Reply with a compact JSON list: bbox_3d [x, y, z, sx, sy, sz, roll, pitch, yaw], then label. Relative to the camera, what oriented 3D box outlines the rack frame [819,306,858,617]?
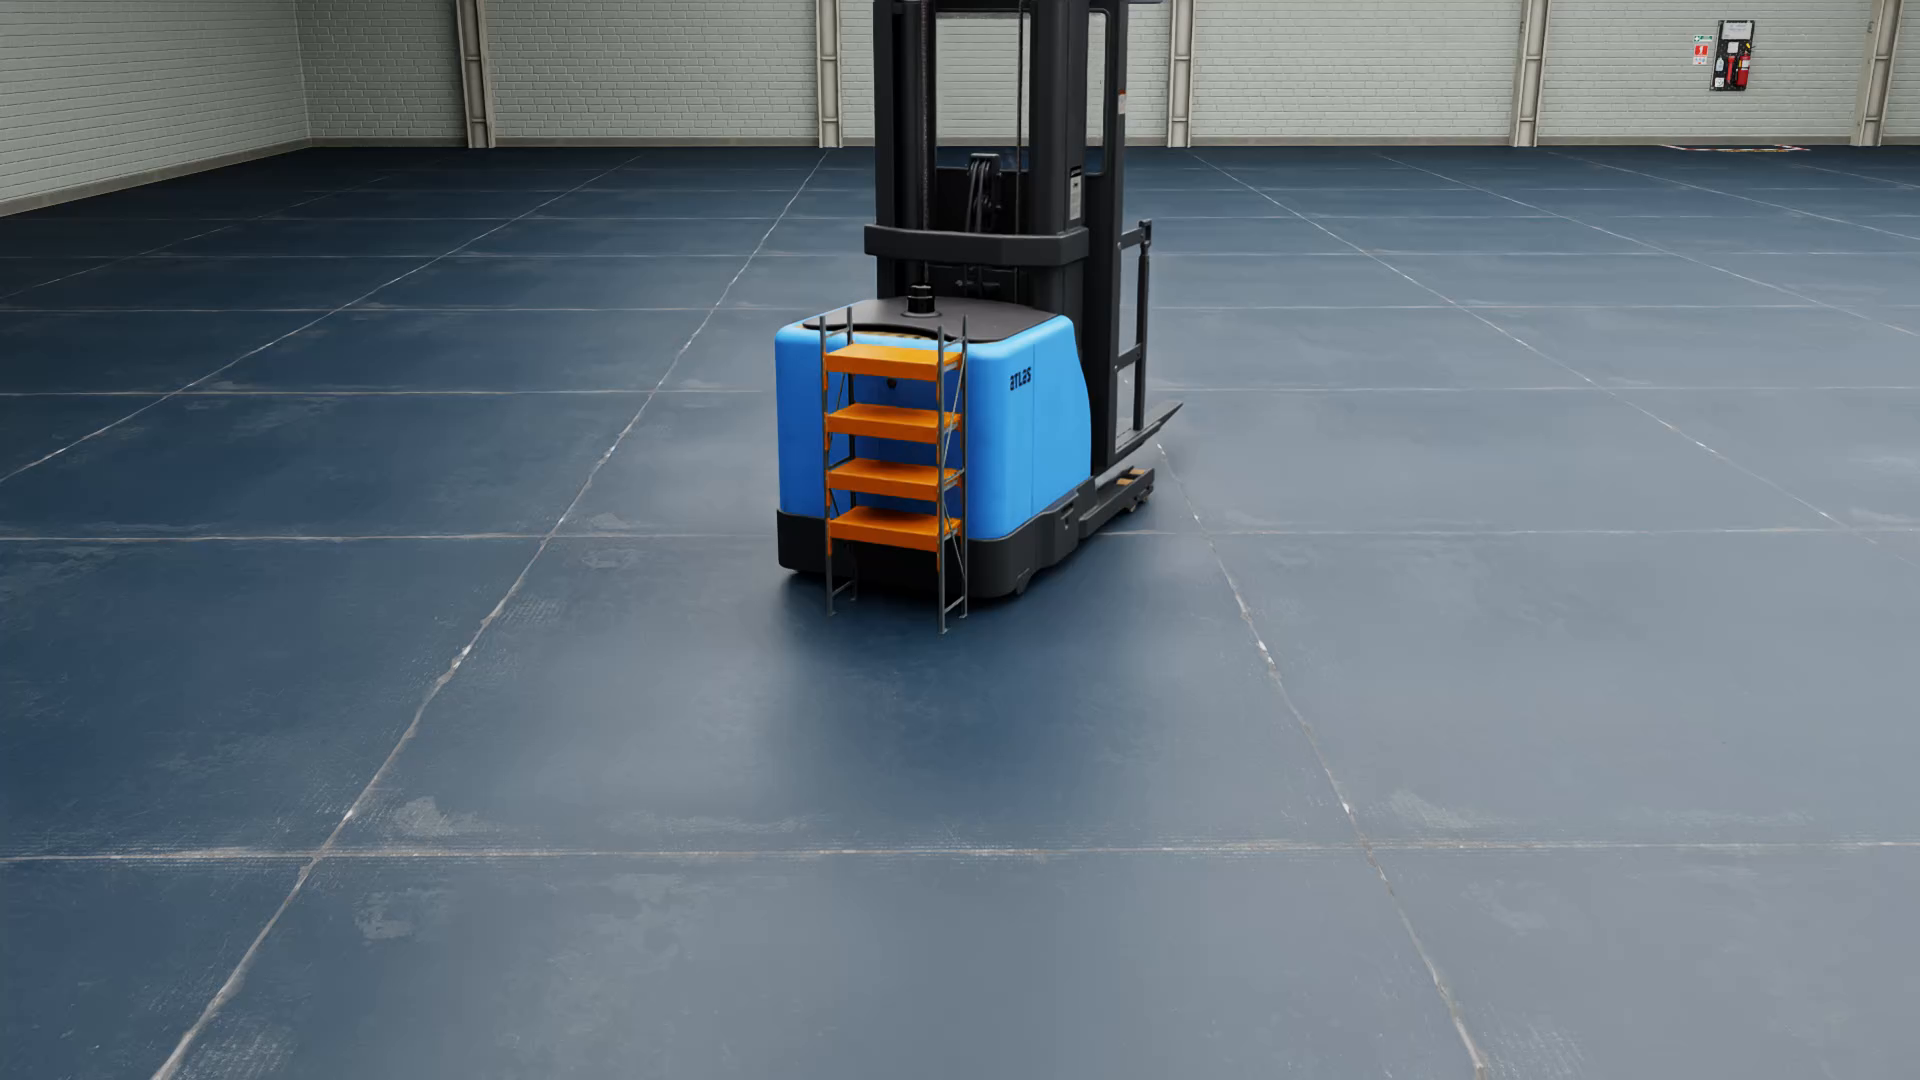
[{"bbox_3d":[-0.472,-0.299,6.517,0.015,1.200,0.240,8,19,23],"label":"rack frame"}]

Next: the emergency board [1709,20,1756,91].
[{"bbox_3d":[13.302,-8.307,28.532,0.643,1.169,0.194,0,18,-1],"label":"emergency board"}]

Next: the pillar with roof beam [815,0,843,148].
[{"bbox_3d":[-2.157,-9.762,23.247,0.400,9.000,9.100,0,18,-1],"label":"pillar with roof beam"}]

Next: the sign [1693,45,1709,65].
[{"bbox_3d":[12.747,-8.353,28.616,0.234,0.329,0.001,0,18,-1],"label":"sign"}]

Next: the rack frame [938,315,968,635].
[{"bbox_3d":[-0.026,-0.239,6.329,0.015,1.200,0.240,8,19,23],"label":"rack frame"}]

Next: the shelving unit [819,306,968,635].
[{"bbox_3d":[-0.249,-0.269,6.423,0.503,1.200,0.258,8,19,23],"label":"shelving unit"}]

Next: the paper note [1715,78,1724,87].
[{"bbox_3d":[13.123,-7.907,28.729,0.142,0.148,0.016,0,18,-1],"label":"paper note"}]

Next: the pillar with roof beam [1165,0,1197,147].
[{"bbox_3d":[3.842,-9.791,23.337,0.400,9.000,9.100,0,18,-1],"label":"pillar with roof beam"}]

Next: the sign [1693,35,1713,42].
[{"bbox_3d":[12.752,-8.602,28.527,0.331,0.109,0.001,0,18,-1],"label":"sign"}]

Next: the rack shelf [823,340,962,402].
[{"bbox_3d":[-0.249,-0.643,6.303,0.480,0.148,0.258,8,19,23],"label":"rack shelf"}]

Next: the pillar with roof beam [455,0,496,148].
[{"bbox_3d":[-8.156,-9.733,23.157,0.400,9.000,9.100,0,18,-1],"label":"pillar with roof beam"}]

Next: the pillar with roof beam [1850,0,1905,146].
[{"bbox_3d":[15.841,-9.849,23.517,0.400,9.000,9.100,0,18,-1],"label":"pillar with roof beam"}]

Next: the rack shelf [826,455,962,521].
[{"bbox_3d":[-0.249,-0.205,6.443,0.480,0.148,0.258,8,19,23],"label":"rack shelf"}]

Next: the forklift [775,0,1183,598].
[{"bbox_3d":[0.303,-1.574,7.654,1.130,2.935,3.031,8,19,23],"label":"forklift"}]

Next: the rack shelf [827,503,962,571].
[{"bbox_3d":[-0.249,-0.016,6.504,0.480,0.148,0.258,8,19,23],"label":"rack shelf"}]

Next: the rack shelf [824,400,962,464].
[{"bbox_3d":[-0.249,-0.418,6.375,0.480,0.148,0.258,8,19,23],"label":"rack shelf"}]

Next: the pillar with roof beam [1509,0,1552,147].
[{"bbox_3d":[9.842,-9.820,23.427,0.400,9.000,9.100,0,18,-1],"label":"pillar with roof beam"}]
